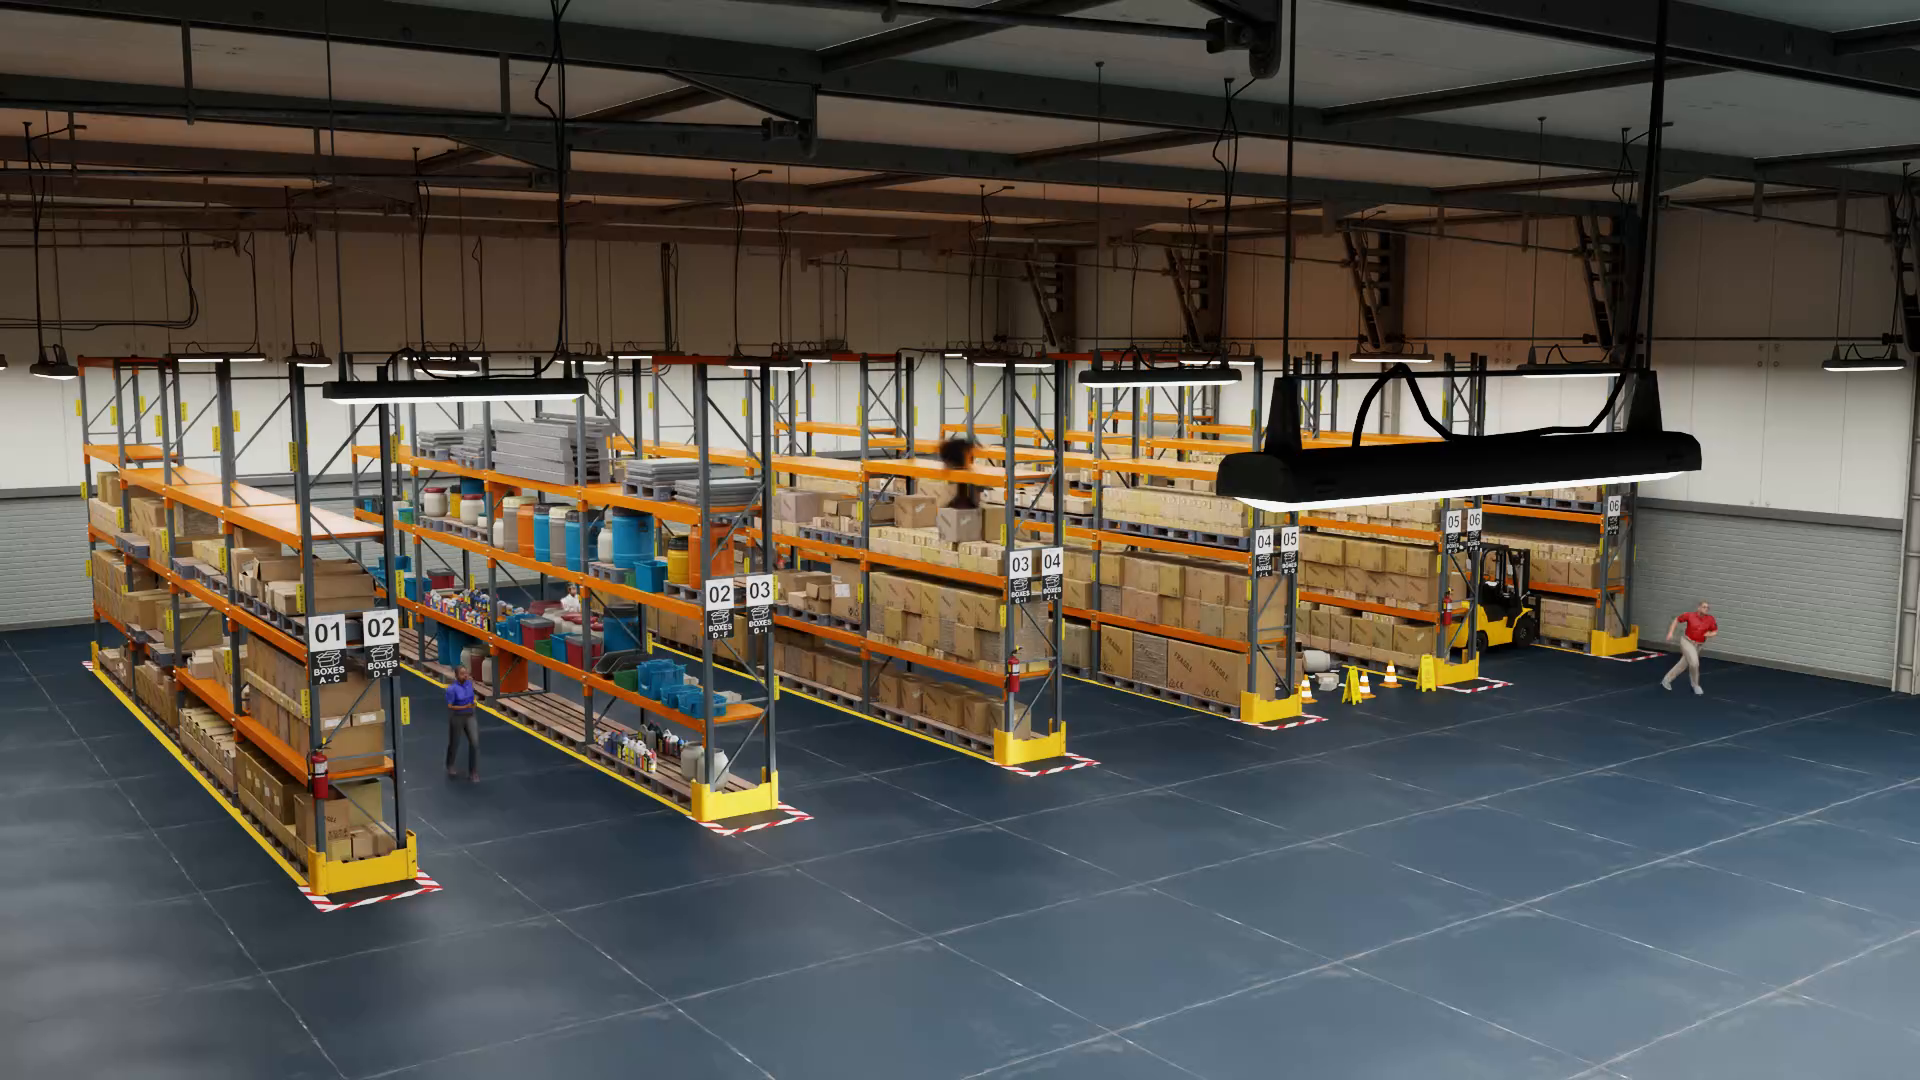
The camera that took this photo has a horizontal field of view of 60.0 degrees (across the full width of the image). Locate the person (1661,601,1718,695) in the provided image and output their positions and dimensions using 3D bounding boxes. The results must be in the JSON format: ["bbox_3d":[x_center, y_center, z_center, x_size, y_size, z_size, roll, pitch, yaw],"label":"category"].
[{"bbox_3d":[13.084,1.907,29.754,0.793,1.670,0.713,-2,7,-17],"label":"person"}]

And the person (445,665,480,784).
[{"bbox_3d":[-7.138,2.628,23.824,0.524,1.715,0.847,-6,9,-40],"label":"person"}]

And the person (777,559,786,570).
[{"bbox_3d":[-3.713,1.265,34.643,0.648,1.742,0.599,-4,8,-32],"label":"person"}]

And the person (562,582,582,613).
[{"bbox_3d":[-7.415,1.646,31.781,0.831,1.739,0.577,6,9,39],"label":"person"}]
